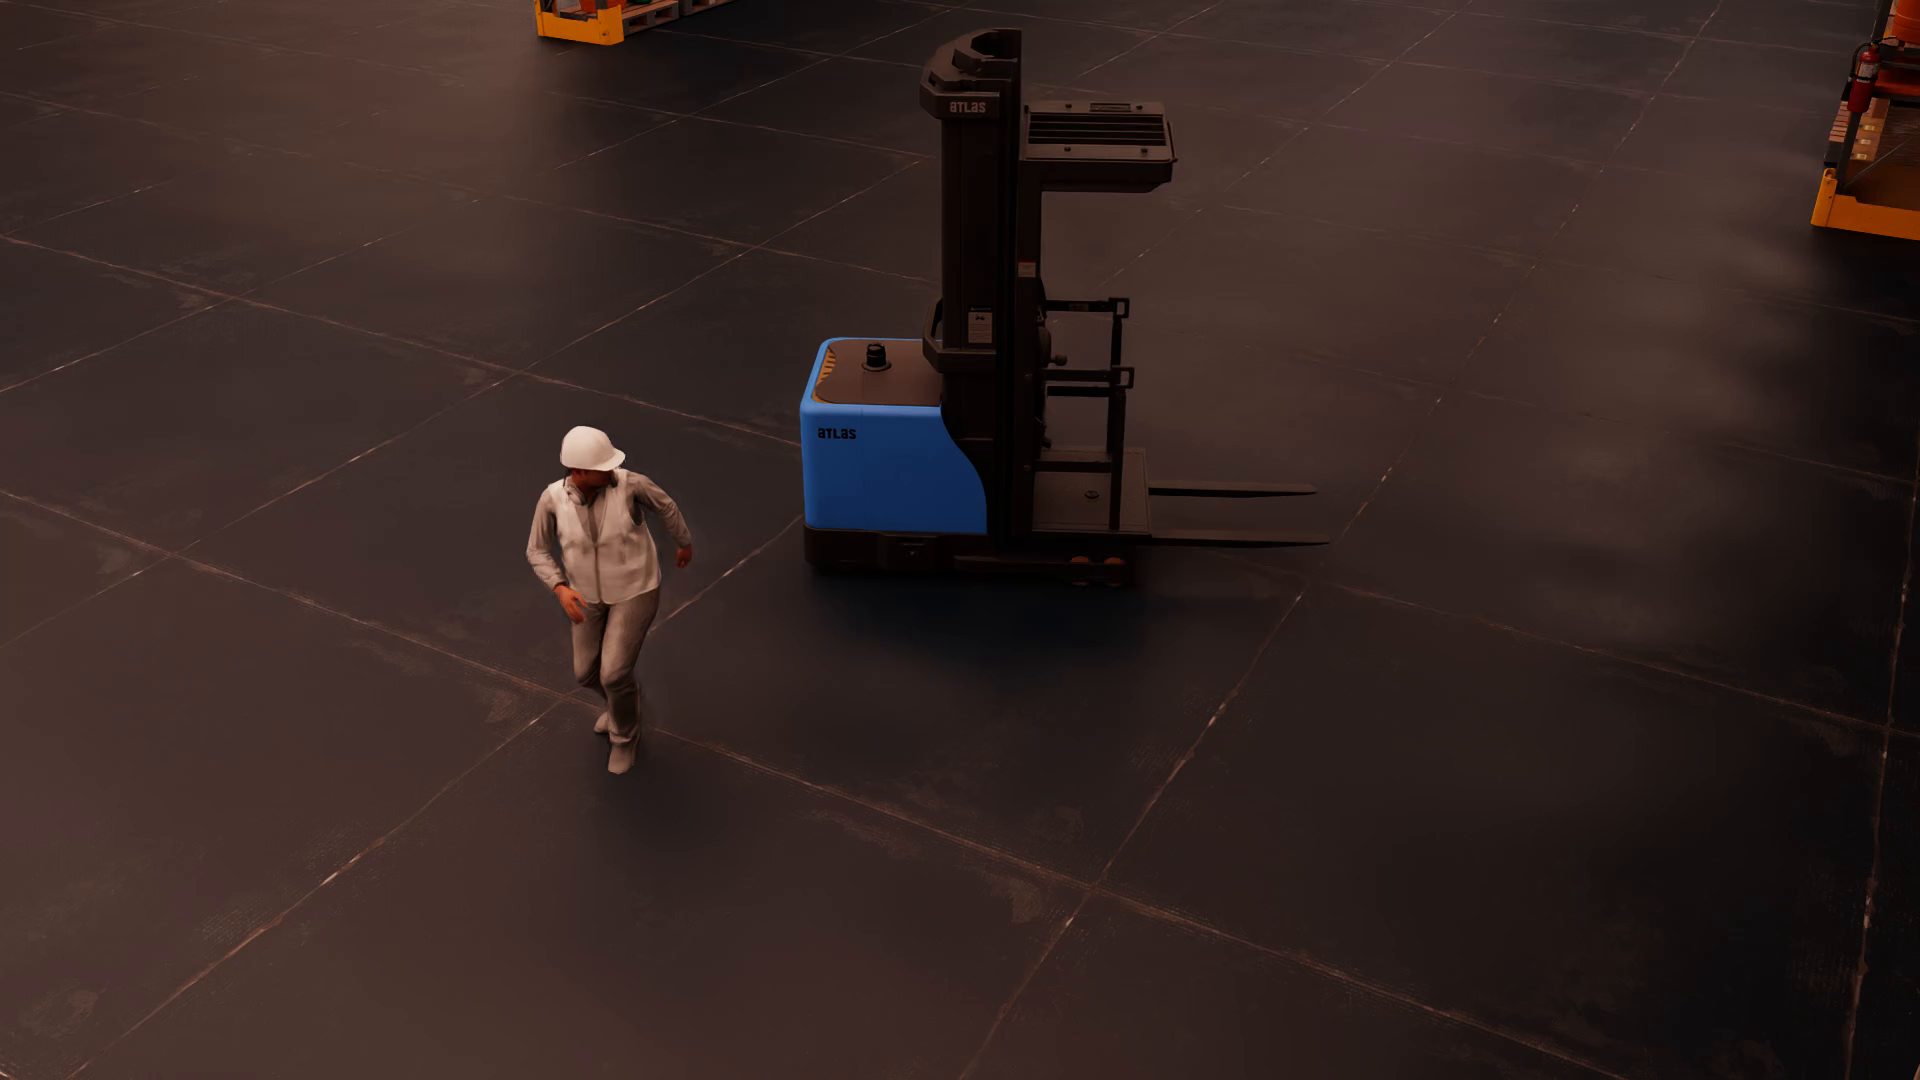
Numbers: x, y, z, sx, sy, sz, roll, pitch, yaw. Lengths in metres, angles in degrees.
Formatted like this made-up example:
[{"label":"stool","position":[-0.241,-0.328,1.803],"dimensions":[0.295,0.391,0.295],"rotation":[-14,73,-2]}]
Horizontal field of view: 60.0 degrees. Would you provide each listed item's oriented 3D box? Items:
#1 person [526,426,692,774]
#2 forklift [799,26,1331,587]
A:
[{"label":"person","position":[-1.670,0.242,7.933],"dimensions":[0.621,1.769,0.769],"rotation":[7,31,11]},{"label":"forklift","position":[0.636,-1.276,9.282],"dimensions":[3.031,2.935,1.130],"rotation":[2,30,3]}]
